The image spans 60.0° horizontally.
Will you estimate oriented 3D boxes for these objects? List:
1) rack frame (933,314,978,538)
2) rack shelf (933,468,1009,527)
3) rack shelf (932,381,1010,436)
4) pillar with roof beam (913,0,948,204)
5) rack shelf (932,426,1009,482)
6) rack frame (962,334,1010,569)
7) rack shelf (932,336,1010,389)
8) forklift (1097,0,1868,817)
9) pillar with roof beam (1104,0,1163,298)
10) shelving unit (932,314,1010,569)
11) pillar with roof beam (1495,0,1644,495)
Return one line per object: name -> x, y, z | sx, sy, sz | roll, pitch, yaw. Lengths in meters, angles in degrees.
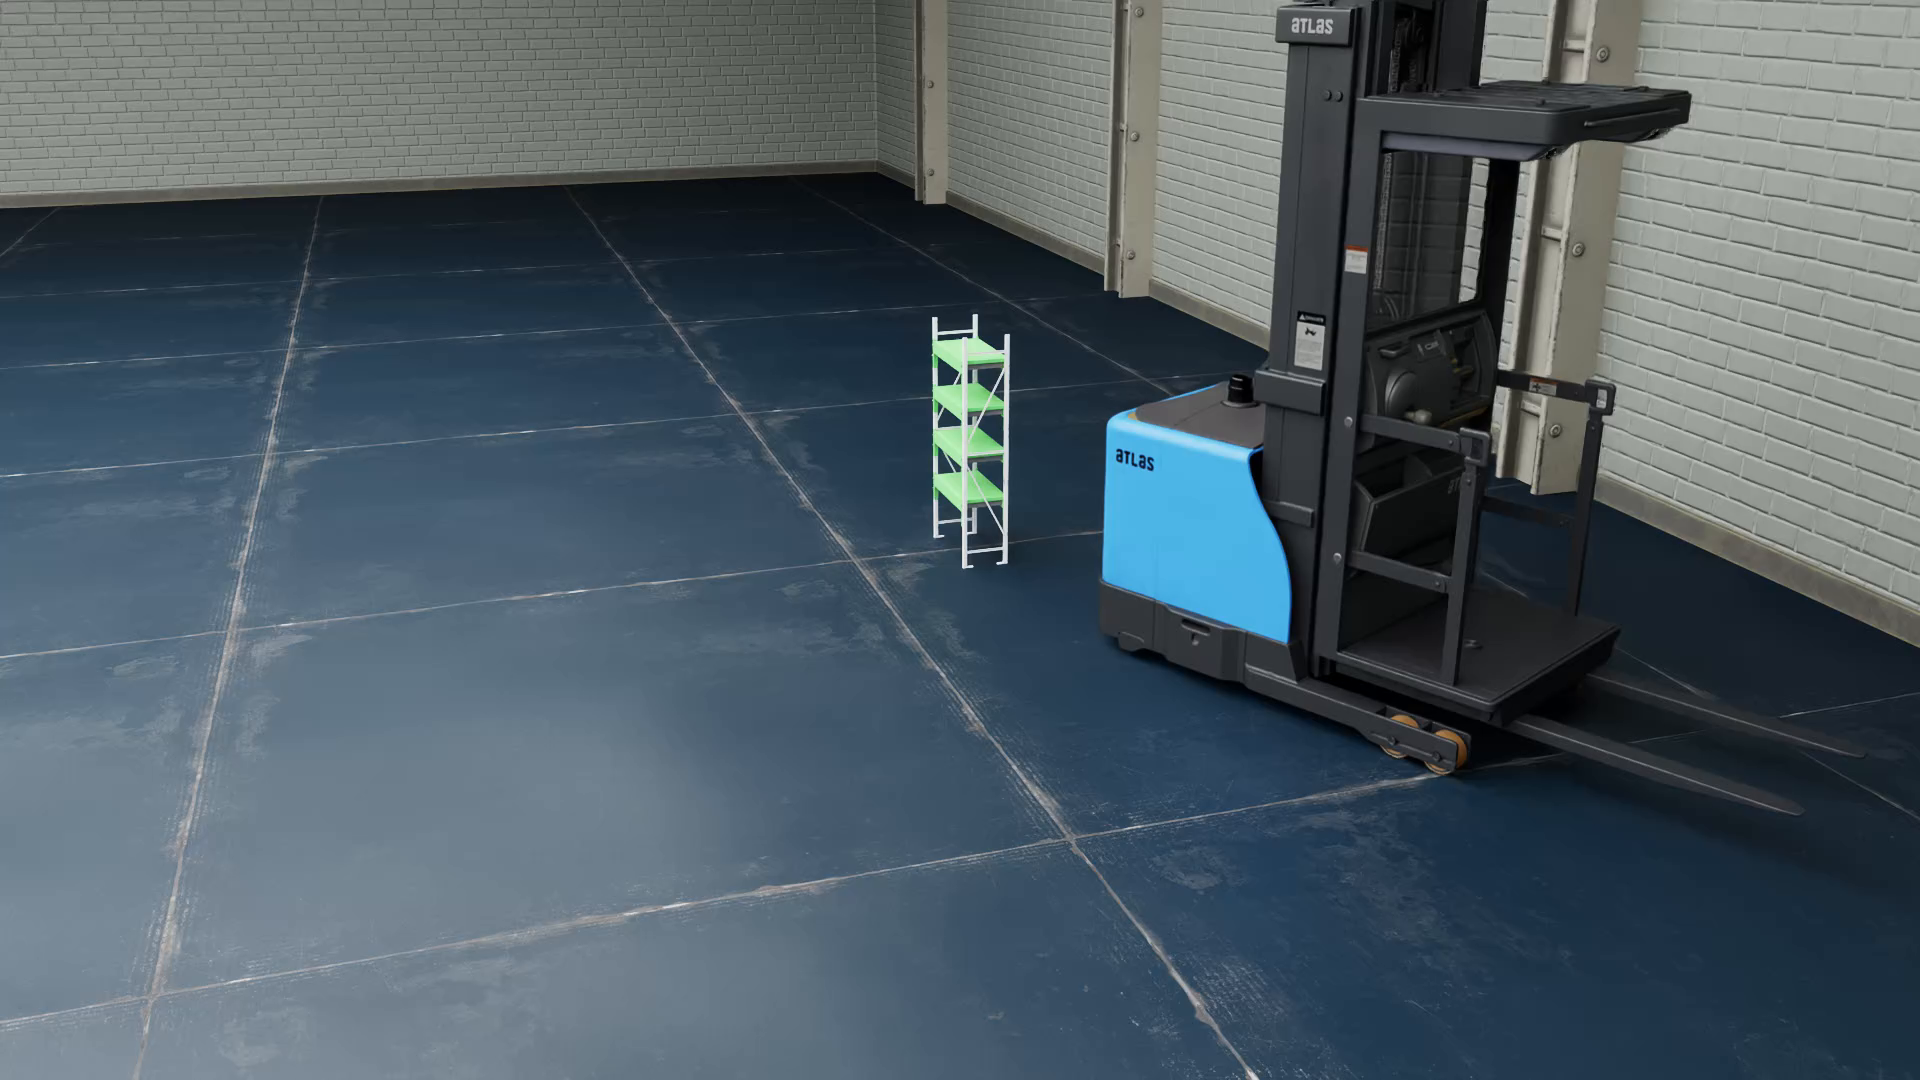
rack frame -> -0.025, -0.590, 8.784 | 0.240, 1.200, 0.015 | -6, 21, -17
rack shelf -> 0.052, -0.226, 8.669 | 0.258, 0.148, 0.480 | -6, 21, -17
rack shelf -> 0.052, -0.677, 8.506 | 0.258, 0.148, 0.480 | -6, 21, -17
pillar with roof beam -> -4.437, -7.968, 17.788 | 9.100, 9.000, 0.400 | -6, 21, -17
rack shelf -> 0.052, -0.451, 8.587 | 0.258, 0.148, 0.480 | -6, 21, -17
rack frame -> 0.129, -0.433, 8.348 | 0.240, 1.200, 0.015 | -6, 21, -17
rack shelf -> 0.052, -0.903, 8.425 | 0.258, 0.148, 0.480 | -6, 21, -17
forklift -> 2.022, -0.674, 6.458 | 1.130, 2.935, 3.031 | -19, 27, -42
pillar with roof beam -> -2.551, -6.043, 12.428 | 9.100, 9.000, 0.400 | -6, 21, -17
shelving unit -> 0.052, -0.512, 8.566 | 0.258, 1.200, 0.503 | -6, 21, -17
pillar with roof beam -> -0.666, -4.117, 7.067 | 9.100, 9.000, 0.400 | -6, 21, -17
